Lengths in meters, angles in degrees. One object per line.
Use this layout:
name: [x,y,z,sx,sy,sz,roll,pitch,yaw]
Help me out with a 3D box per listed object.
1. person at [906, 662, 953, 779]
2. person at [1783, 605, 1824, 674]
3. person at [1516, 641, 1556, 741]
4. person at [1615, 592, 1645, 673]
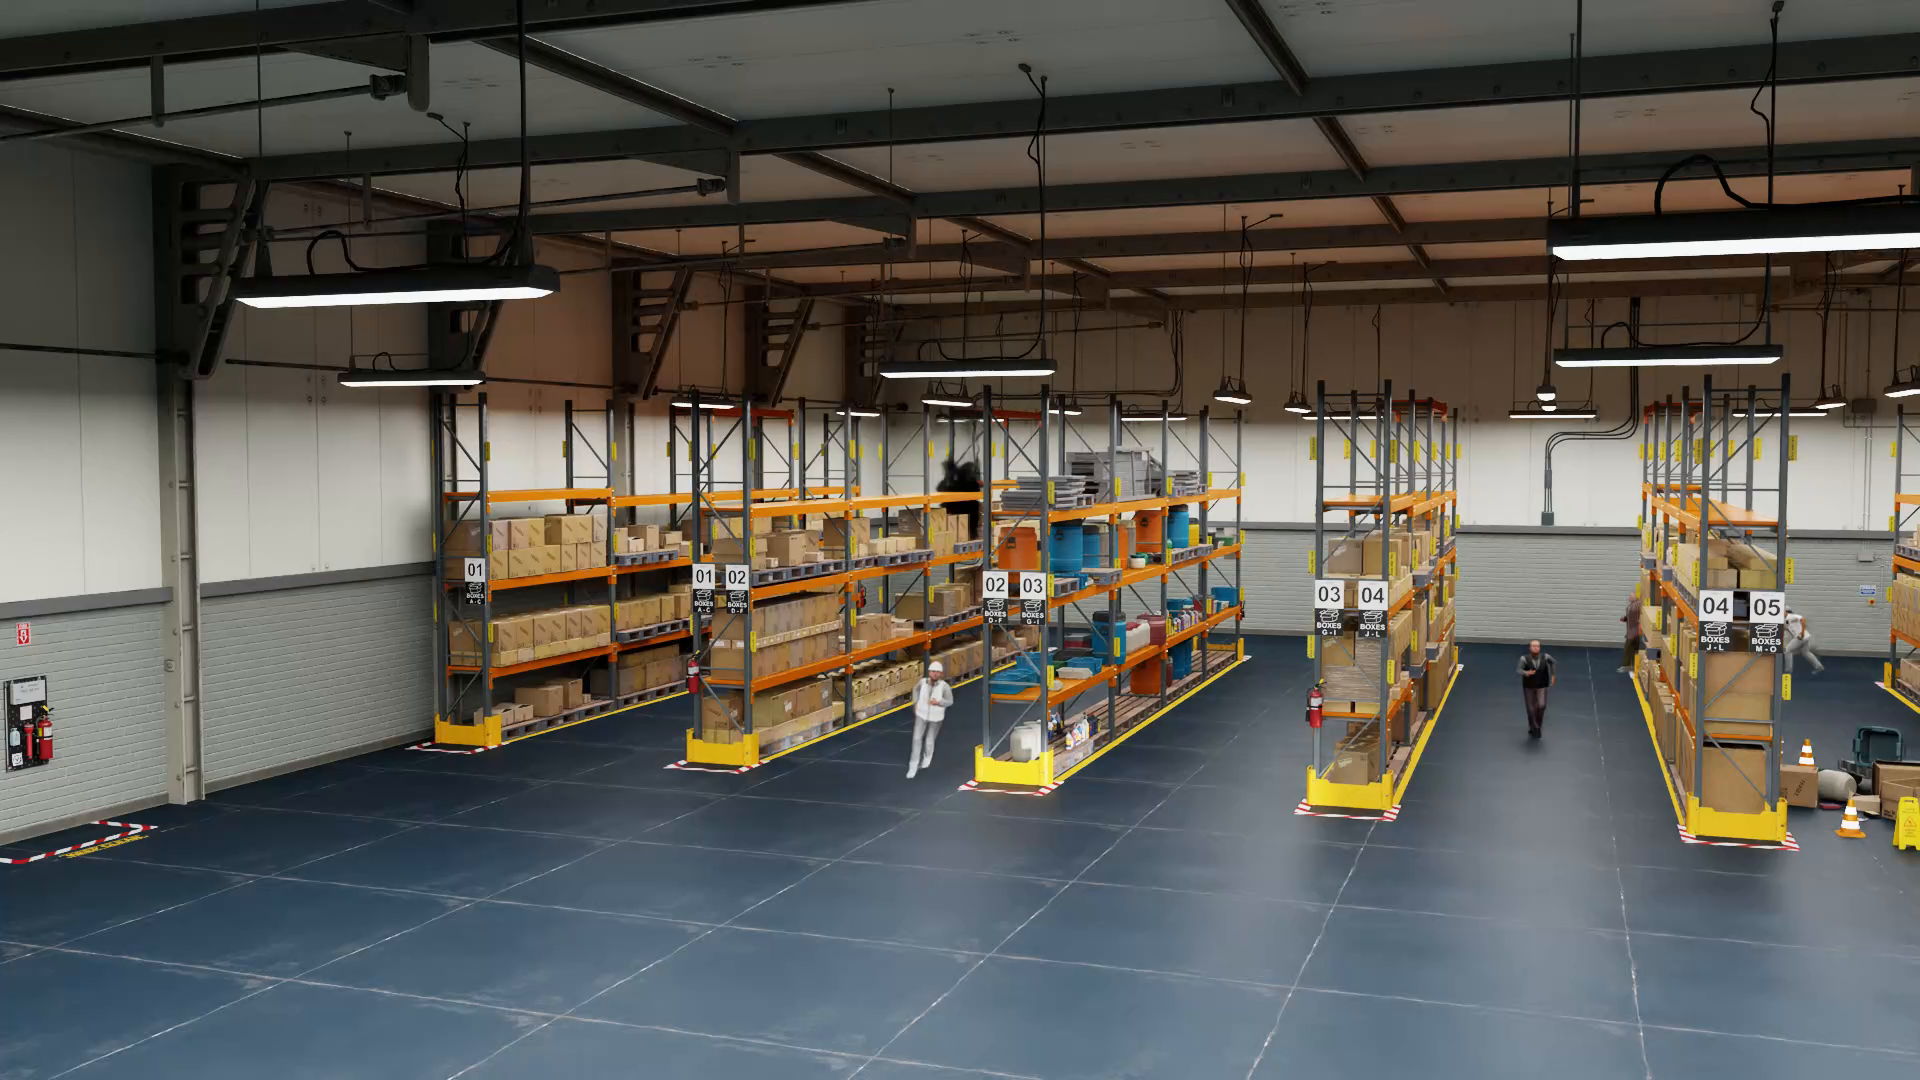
person: [-0.442,2.767,25.782,0.702,1.793,0.886,0,3,7]
person: [18.697,2.273,36.974,1.006,1.627,0.648,1,3,17]
person: [10.028,2.605,28.962,0.680,1.729,0.820,1,3,15]
person: [15.349,2.096,37.763,0.969,1.825,0.758,0,3,1]
